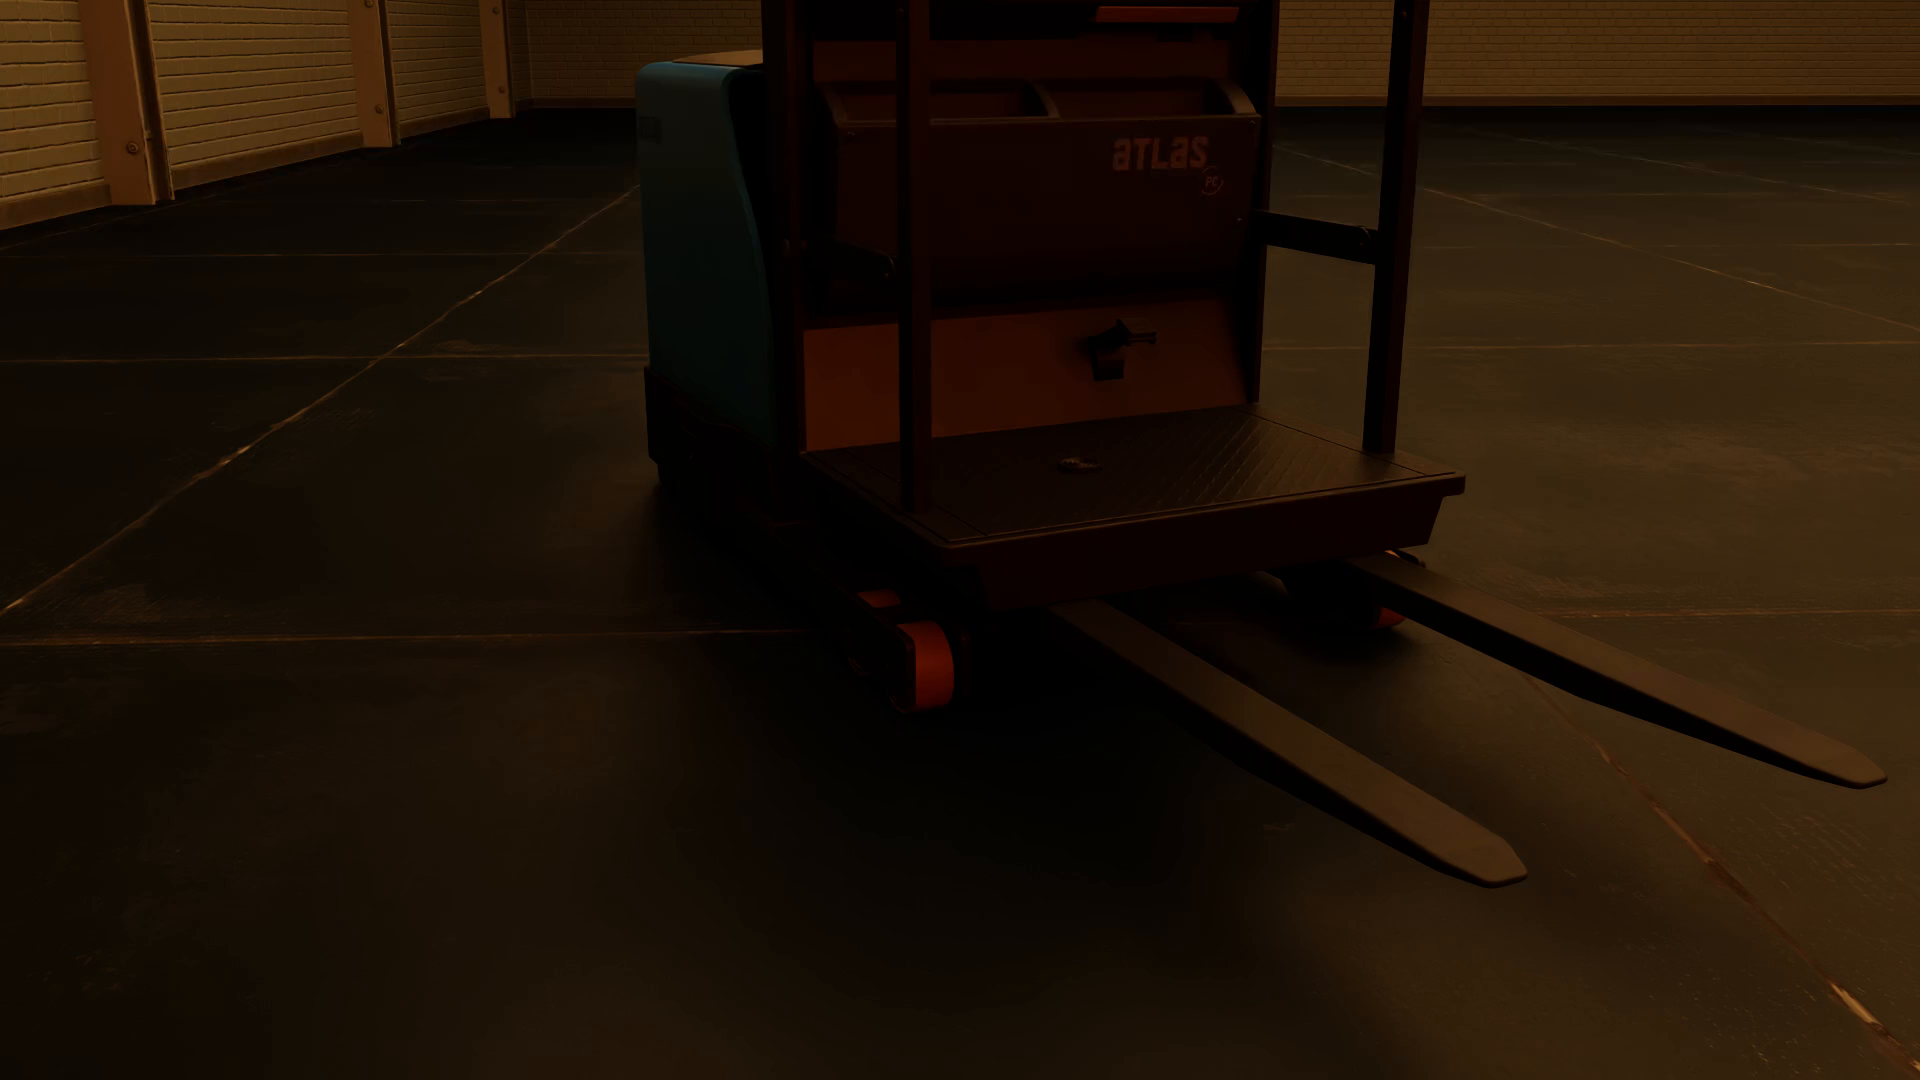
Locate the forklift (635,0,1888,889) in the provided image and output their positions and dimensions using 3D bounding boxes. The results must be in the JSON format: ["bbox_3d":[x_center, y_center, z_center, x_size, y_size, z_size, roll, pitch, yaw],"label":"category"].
[{"bbox_3d":[0.258,-1.240,2.962,1.130,2.935,3.031,-8,19,-24],"label":"forklift"}]
